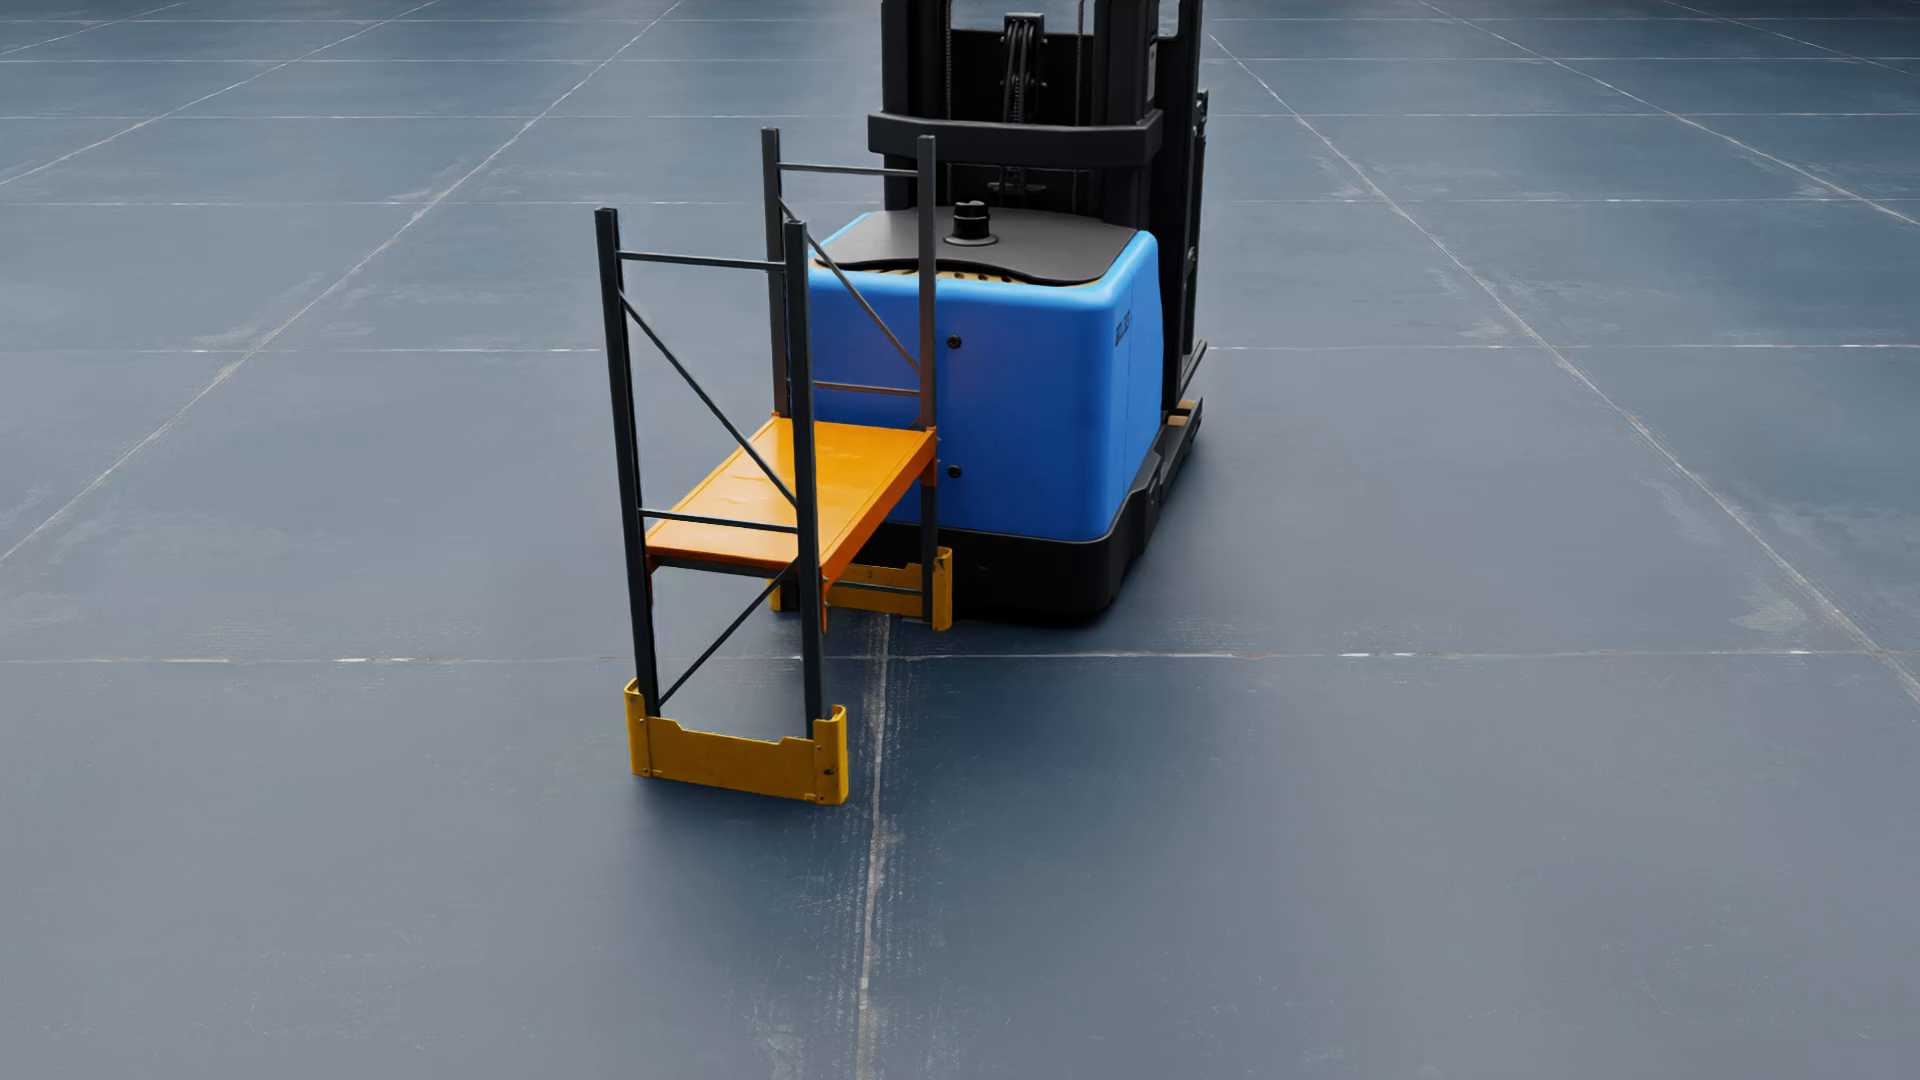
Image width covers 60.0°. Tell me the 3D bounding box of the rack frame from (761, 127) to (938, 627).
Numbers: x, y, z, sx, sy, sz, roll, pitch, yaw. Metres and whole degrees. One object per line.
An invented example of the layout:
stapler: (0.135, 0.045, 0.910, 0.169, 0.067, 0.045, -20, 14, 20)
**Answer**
rack frame: (-0.313, -0.446, 4.916, 0.500, 1.500, 0.032, 6, 25, 14)

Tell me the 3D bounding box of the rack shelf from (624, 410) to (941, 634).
rack shelf: (-0.448, -0.080, 4.544, 0.538, 0.185, 1.000, 6, 25, 14)

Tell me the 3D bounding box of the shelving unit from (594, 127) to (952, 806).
shelving unit: (-0.445, -0.248, 4.478, 0.587, 1.500, 1.083, 6, 25, 14)

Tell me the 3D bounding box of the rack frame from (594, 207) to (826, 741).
rack frame: (-0.583, -0.042, 4.023, 0.500, 1.500, 0.032, 6, 25, 14)

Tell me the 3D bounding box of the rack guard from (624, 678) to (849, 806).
rack guard: (-0.578, 0.520, 4.298, 0.587, 0.250, 0.087, 6, 25, 14)

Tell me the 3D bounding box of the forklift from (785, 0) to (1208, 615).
forklift: (0.340, -1.690, 5.930, 1.130, 2.935, 3.031, 7, 25, 14)

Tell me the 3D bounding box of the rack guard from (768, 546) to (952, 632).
rack guard: (-0.313, 0.124, 5.173, 0.587, 0.250, 0.087, 6, 25, 14)
